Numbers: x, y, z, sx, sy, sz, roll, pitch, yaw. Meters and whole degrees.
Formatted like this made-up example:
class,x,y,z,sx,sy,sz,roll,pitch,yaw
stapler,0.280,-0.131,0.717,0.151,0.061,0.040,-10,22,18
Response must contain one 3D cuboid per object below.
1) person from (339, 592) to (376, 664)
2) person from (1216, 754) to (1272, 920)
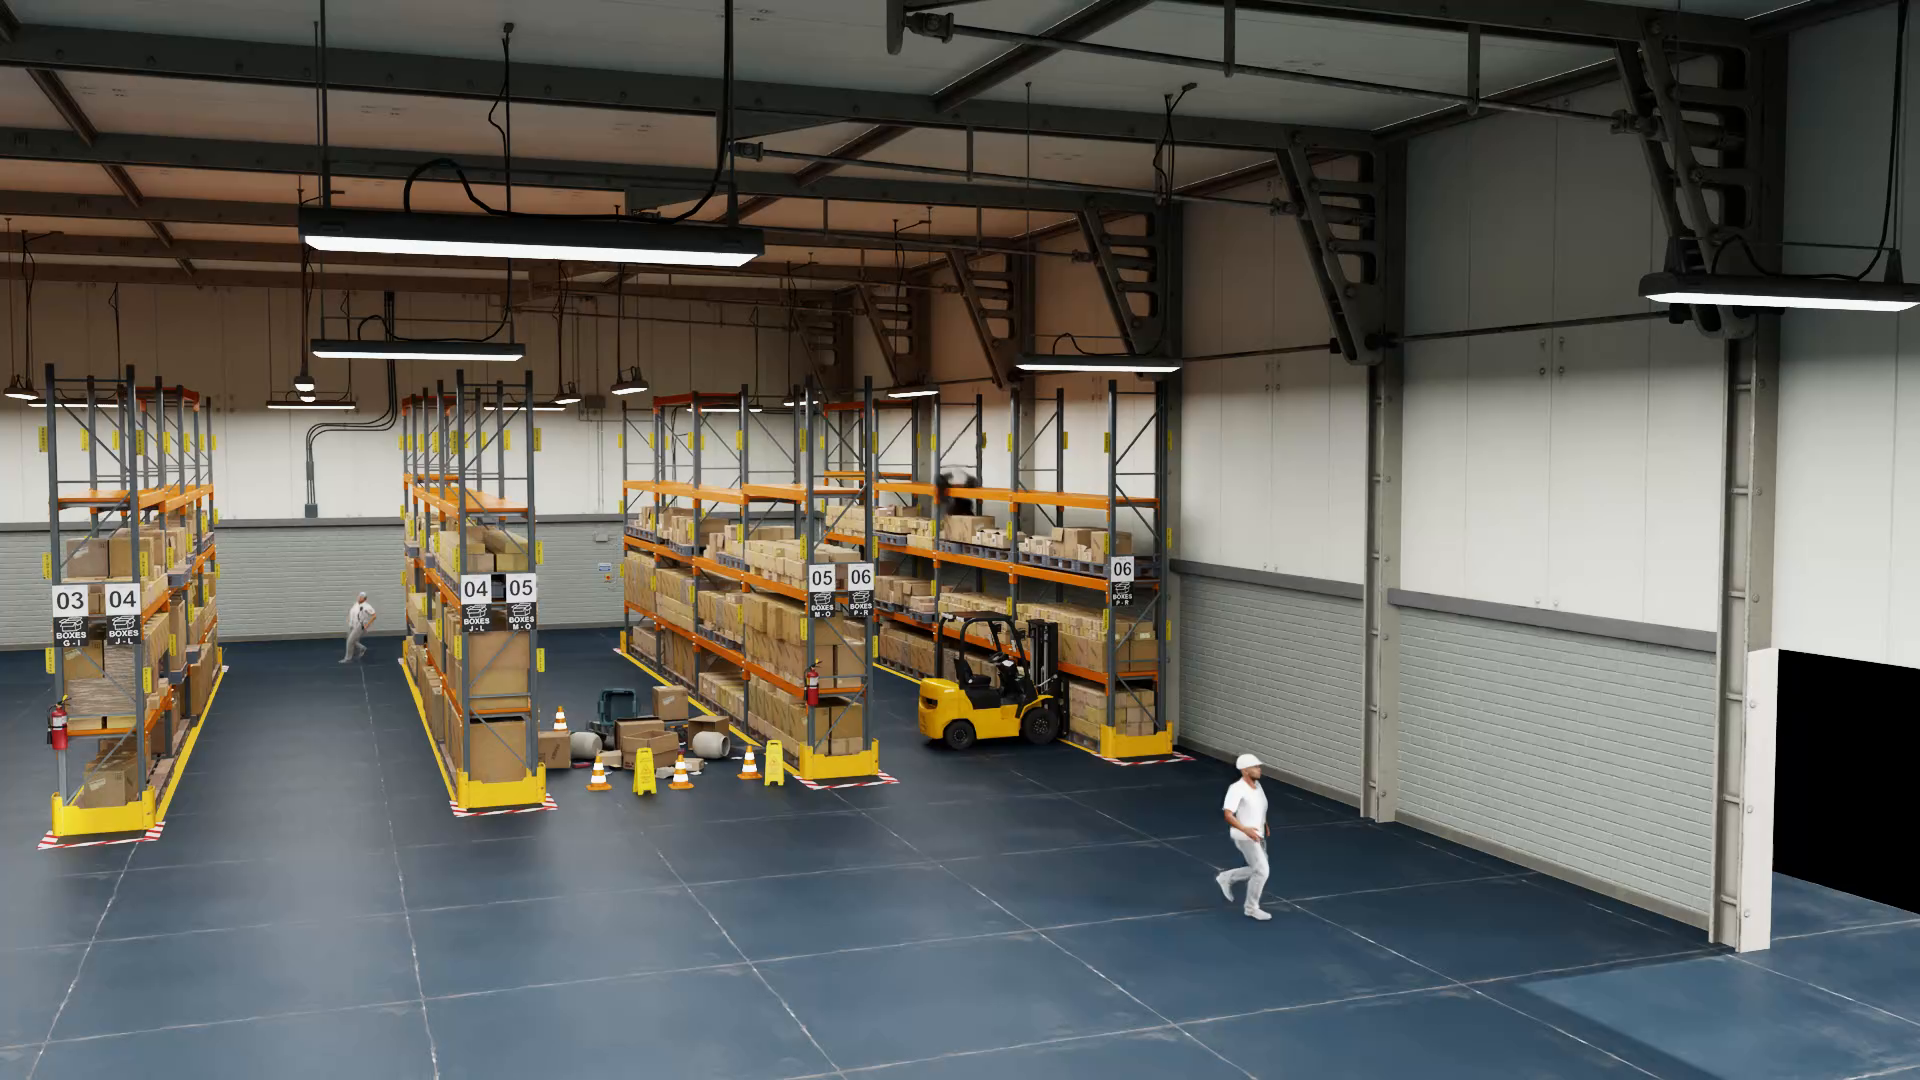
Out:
class,x,y,z,sx,sy,sz,roll,pitch,yaw
person,-13.681,1.987,37.771,0.676,1.605,0.795,2,4,33
person,2.987,3.109,17.552,0.665,1.718,0.707,2,4,31
